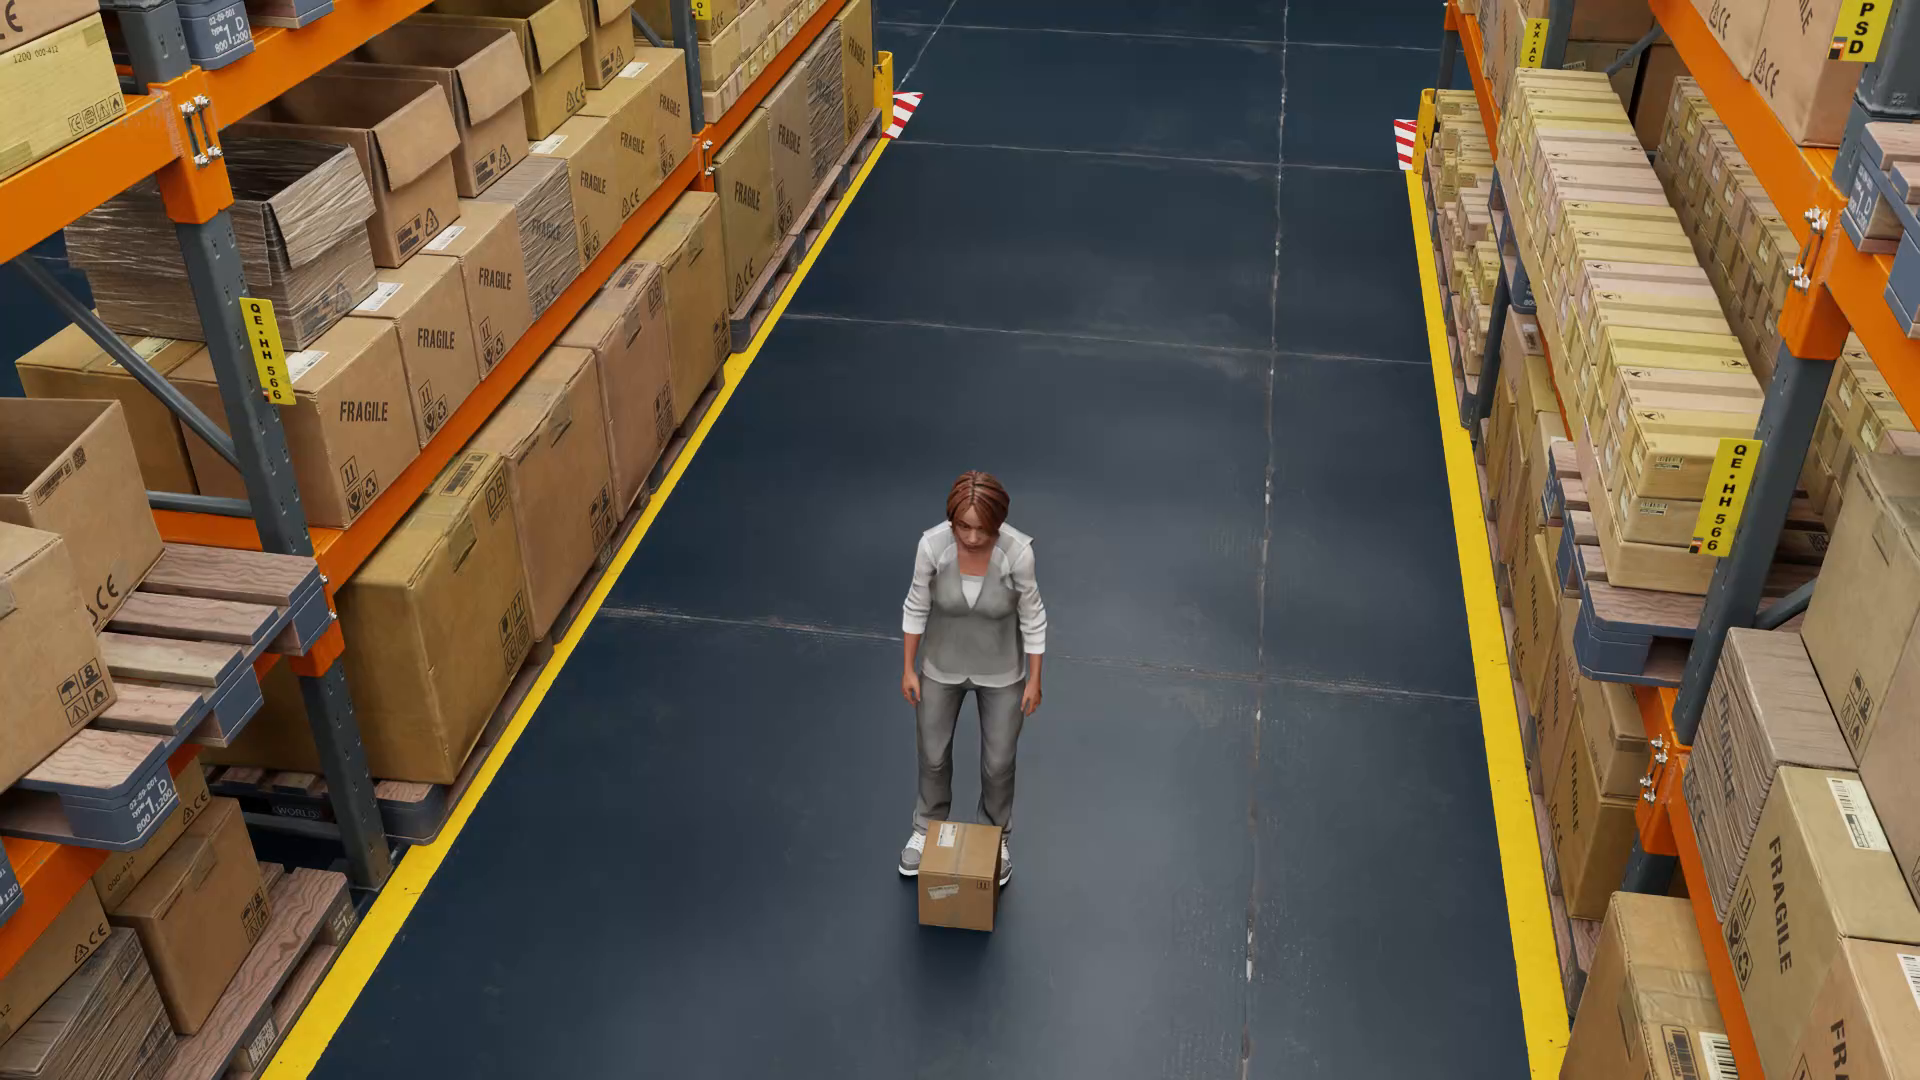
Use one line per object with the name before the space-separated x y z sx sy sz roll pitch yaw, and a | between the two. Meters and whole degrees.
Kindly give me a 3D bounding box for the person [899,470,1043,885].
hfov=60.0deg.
person | 0.036 0.449 5.463 0.477 1.582 0.342 4 33 6
